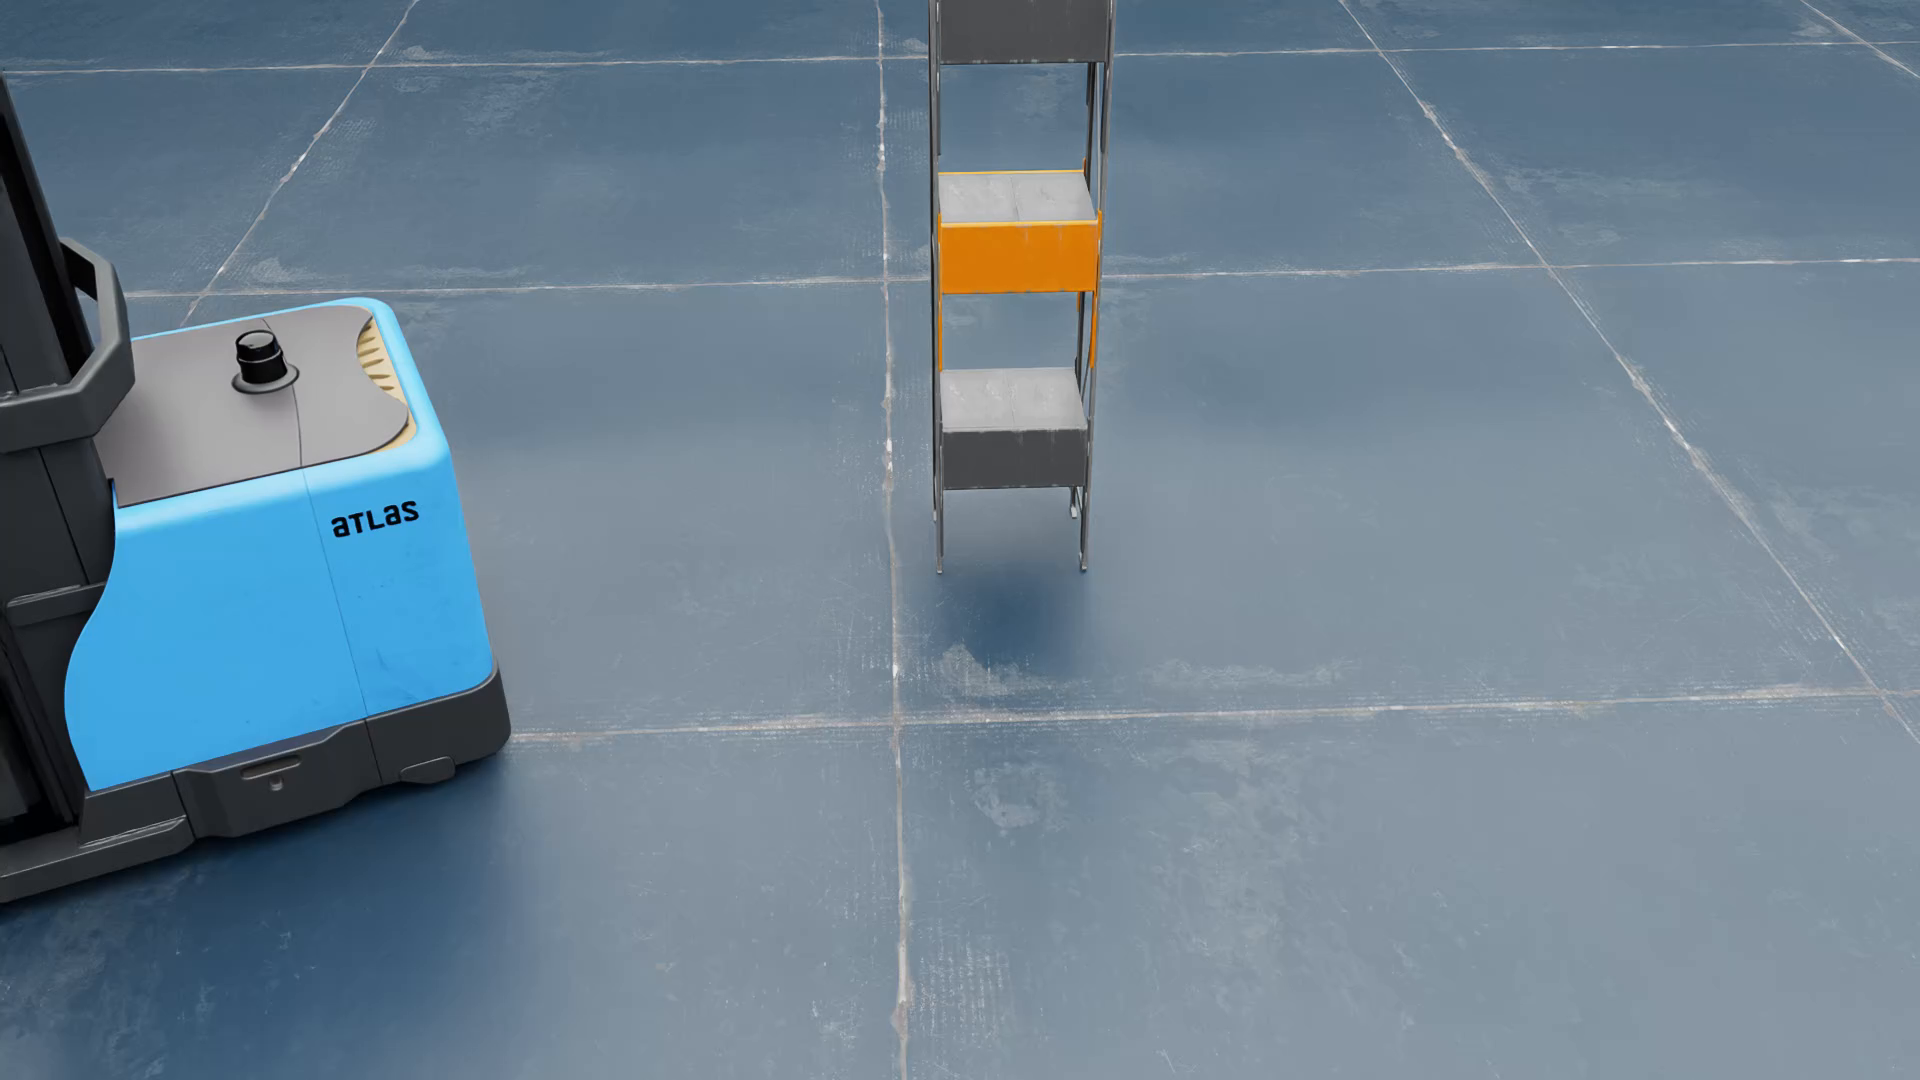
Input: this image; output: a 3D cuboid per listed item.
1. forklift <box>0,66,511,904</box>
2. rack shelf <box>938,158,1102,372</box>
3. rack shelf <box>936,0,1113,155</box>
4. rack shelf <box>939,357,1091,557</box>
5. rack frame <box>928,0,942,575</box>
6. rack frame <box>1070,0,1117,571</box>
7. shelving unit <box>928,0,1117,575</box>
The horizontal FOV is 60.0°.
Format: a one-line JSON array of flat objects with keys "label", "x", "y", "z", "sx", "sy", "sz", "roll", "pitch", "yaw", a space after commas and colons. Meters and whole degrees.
[{"label": "forklift", "x": -2.858, "y": -0.456, "z": 3.833, "sx": 3.031, "sy": 2.935, "sz": 1.130, "roll": -15, "pitch": 37, "yaw": -20}, {"label": "rack shelf", "x": 0.165, "y": -0.857, "z": 5.167, "sx": 0.480, "sy": 0.518, "sz": 0.431, "roll": -2, "pitch": 35, "yaw": -2}, {"label": "rack shelf", "x": 0.165, "y": -1.432, "z": 4.768, "sx": 0.480, "sy": 0.518, "sz": 0.431, "roll": -2, "pitch": 35, "yaw": -2}, {"label": "rack shelf", "x": 0.165, "y": -0.281, "z": 5.565, "sx": 0.480, "sy": 0.518, "sz": 0.431, "roll": -2, "pitch": 35, "yaw": -2}, {"label": "rack frame", "x": -0.078, "y": -0.861, "z": 5.149, "sx": 0.015, "sy": 2.100, "sz": 0.400, "roll": -2, "pitch": 35, "yaw": -2}, {"label": "rack frame", "x": 0.409, "y": -0.874, "z": 5.168, "sx": 0.015, "sy": 2.100, "sz": 0.400, "roll": -2, "pitch": 35, "yaw": -2}, {"label": "shelving unit", "x": 0.165, "y": -0.868, "z": 5.159, "sx": 0.503, "sy": 2.100, "sz": 0.431, "roll": -2, "pitch": 35, "yaw": -2}]
